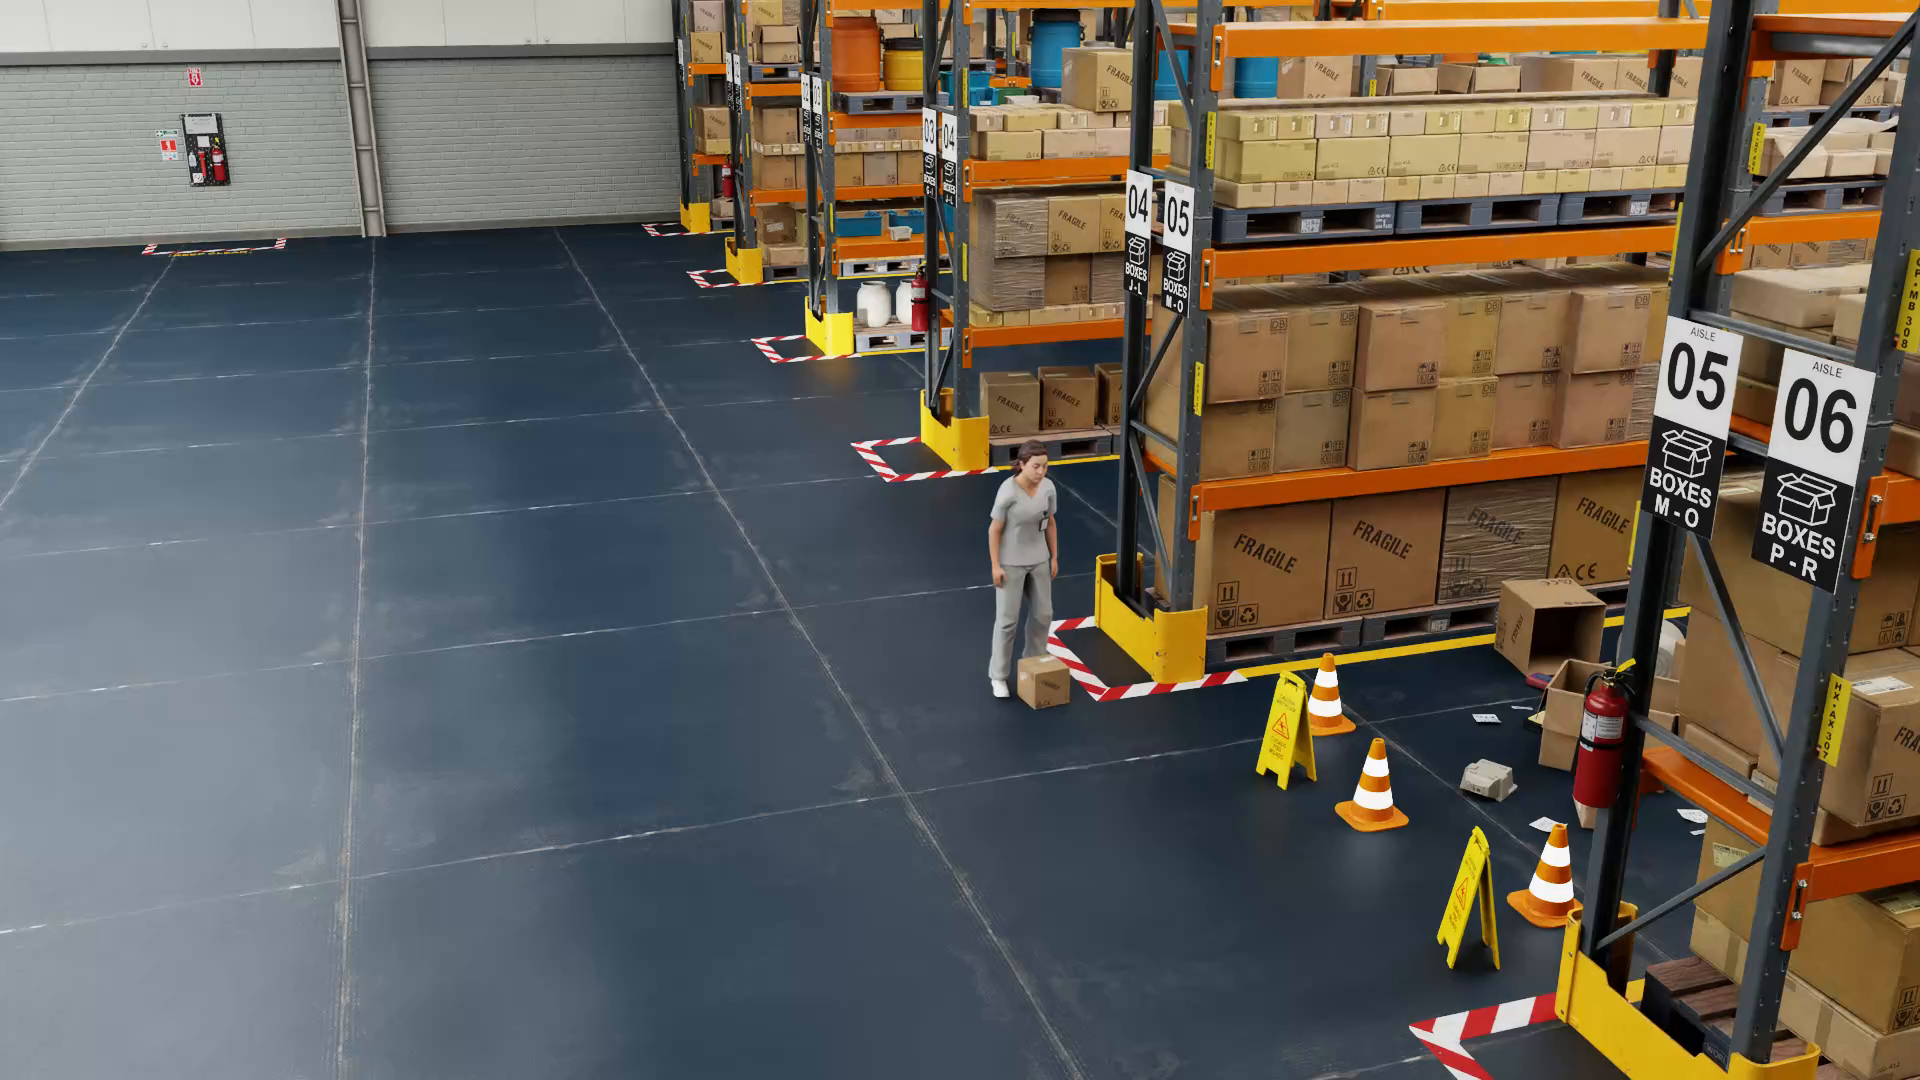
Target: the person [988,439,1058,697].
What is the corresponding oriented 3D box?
[{"bbox_3d":[0.409,0.160,10.615,0.501,1.671,0.362,-9,21,-24],"label":"person"}]
